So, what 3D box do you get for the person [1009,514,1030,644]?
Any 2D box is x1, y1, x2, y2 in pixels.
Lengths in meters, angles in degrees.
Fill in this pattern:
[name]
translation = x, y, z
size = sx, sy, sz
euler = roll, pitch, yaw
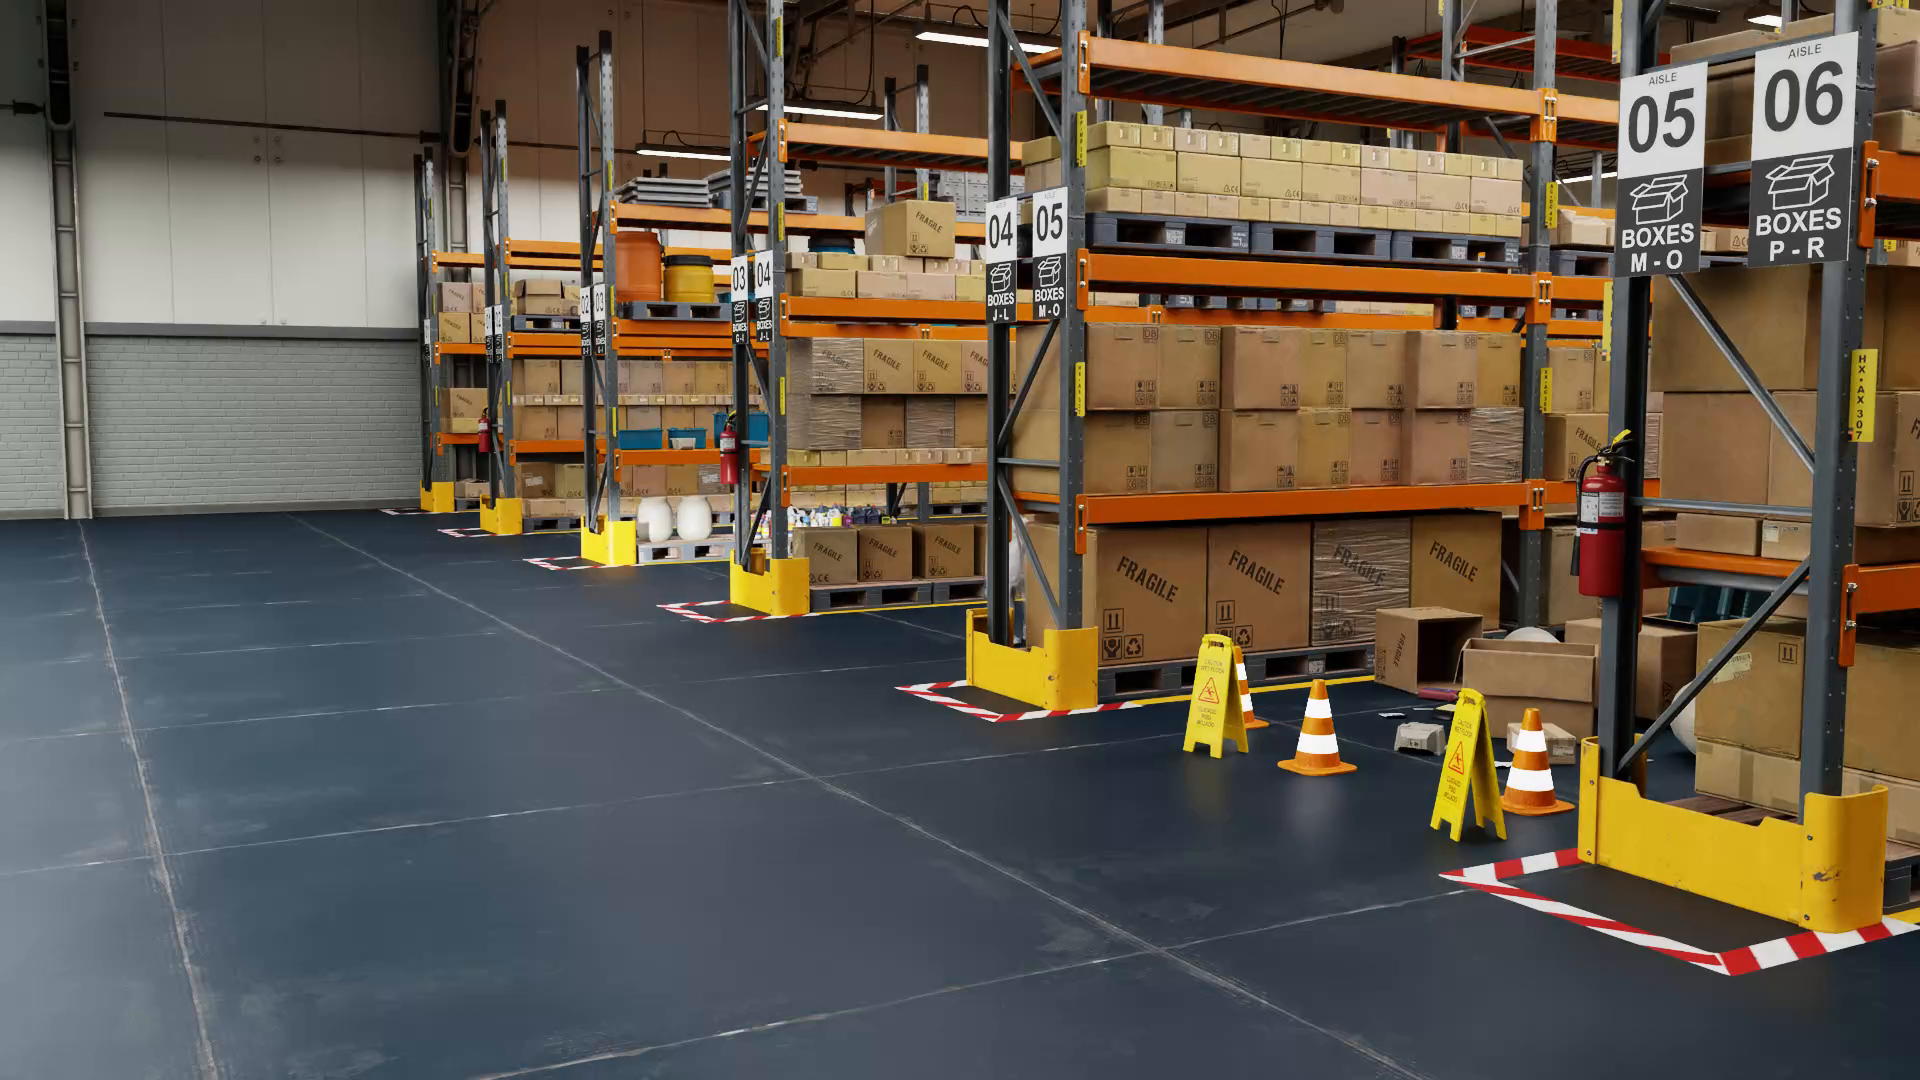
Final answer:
[person]
translation = 0.542, -0.074, 12.956
size = 0.488, 1.779, 0.580
euler = -3, 6, -28
